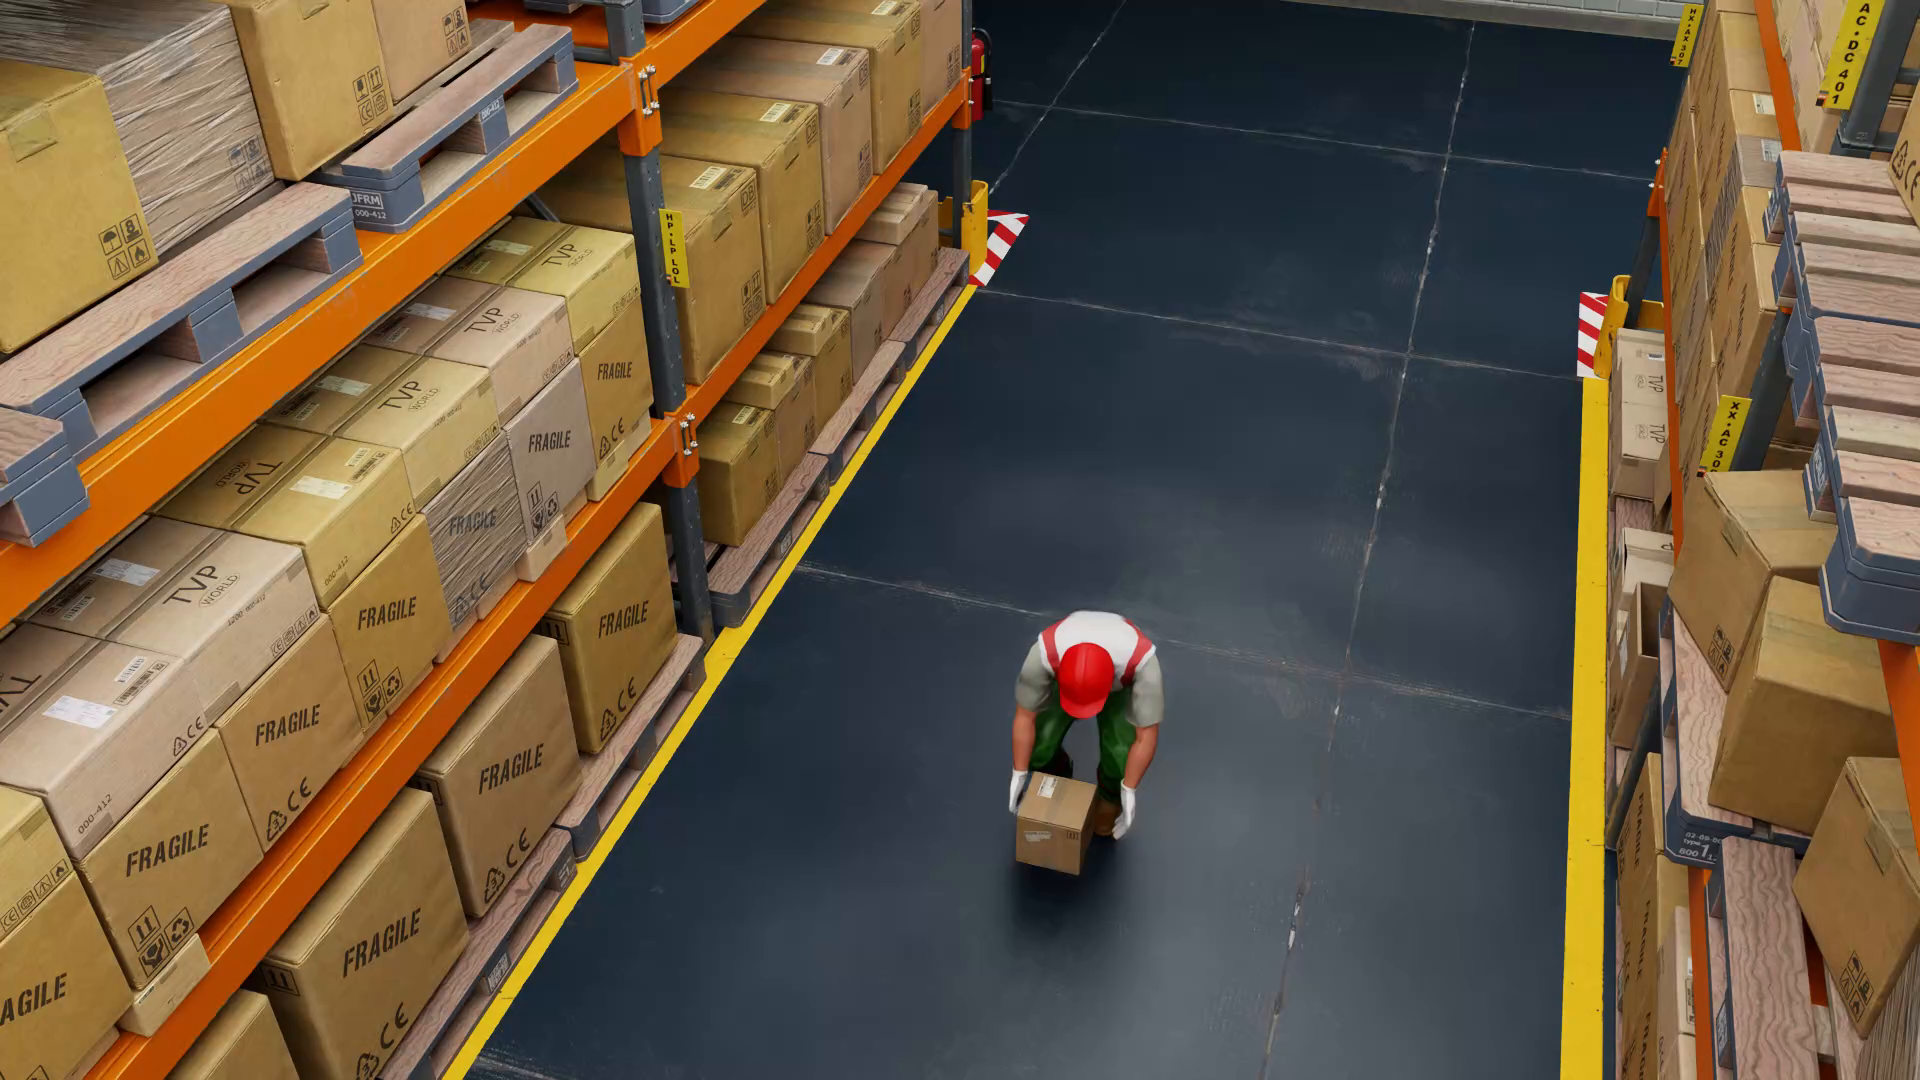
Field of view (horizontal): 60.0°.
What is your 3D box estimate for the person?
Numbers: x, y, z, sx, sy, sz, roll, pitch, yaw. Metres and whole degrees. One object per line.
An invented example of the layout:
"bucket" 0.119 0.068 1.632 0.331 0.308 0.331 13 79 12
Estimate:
"person" 0.523 0.676 6.493 0.582 1.161 0.850 11 38 14
